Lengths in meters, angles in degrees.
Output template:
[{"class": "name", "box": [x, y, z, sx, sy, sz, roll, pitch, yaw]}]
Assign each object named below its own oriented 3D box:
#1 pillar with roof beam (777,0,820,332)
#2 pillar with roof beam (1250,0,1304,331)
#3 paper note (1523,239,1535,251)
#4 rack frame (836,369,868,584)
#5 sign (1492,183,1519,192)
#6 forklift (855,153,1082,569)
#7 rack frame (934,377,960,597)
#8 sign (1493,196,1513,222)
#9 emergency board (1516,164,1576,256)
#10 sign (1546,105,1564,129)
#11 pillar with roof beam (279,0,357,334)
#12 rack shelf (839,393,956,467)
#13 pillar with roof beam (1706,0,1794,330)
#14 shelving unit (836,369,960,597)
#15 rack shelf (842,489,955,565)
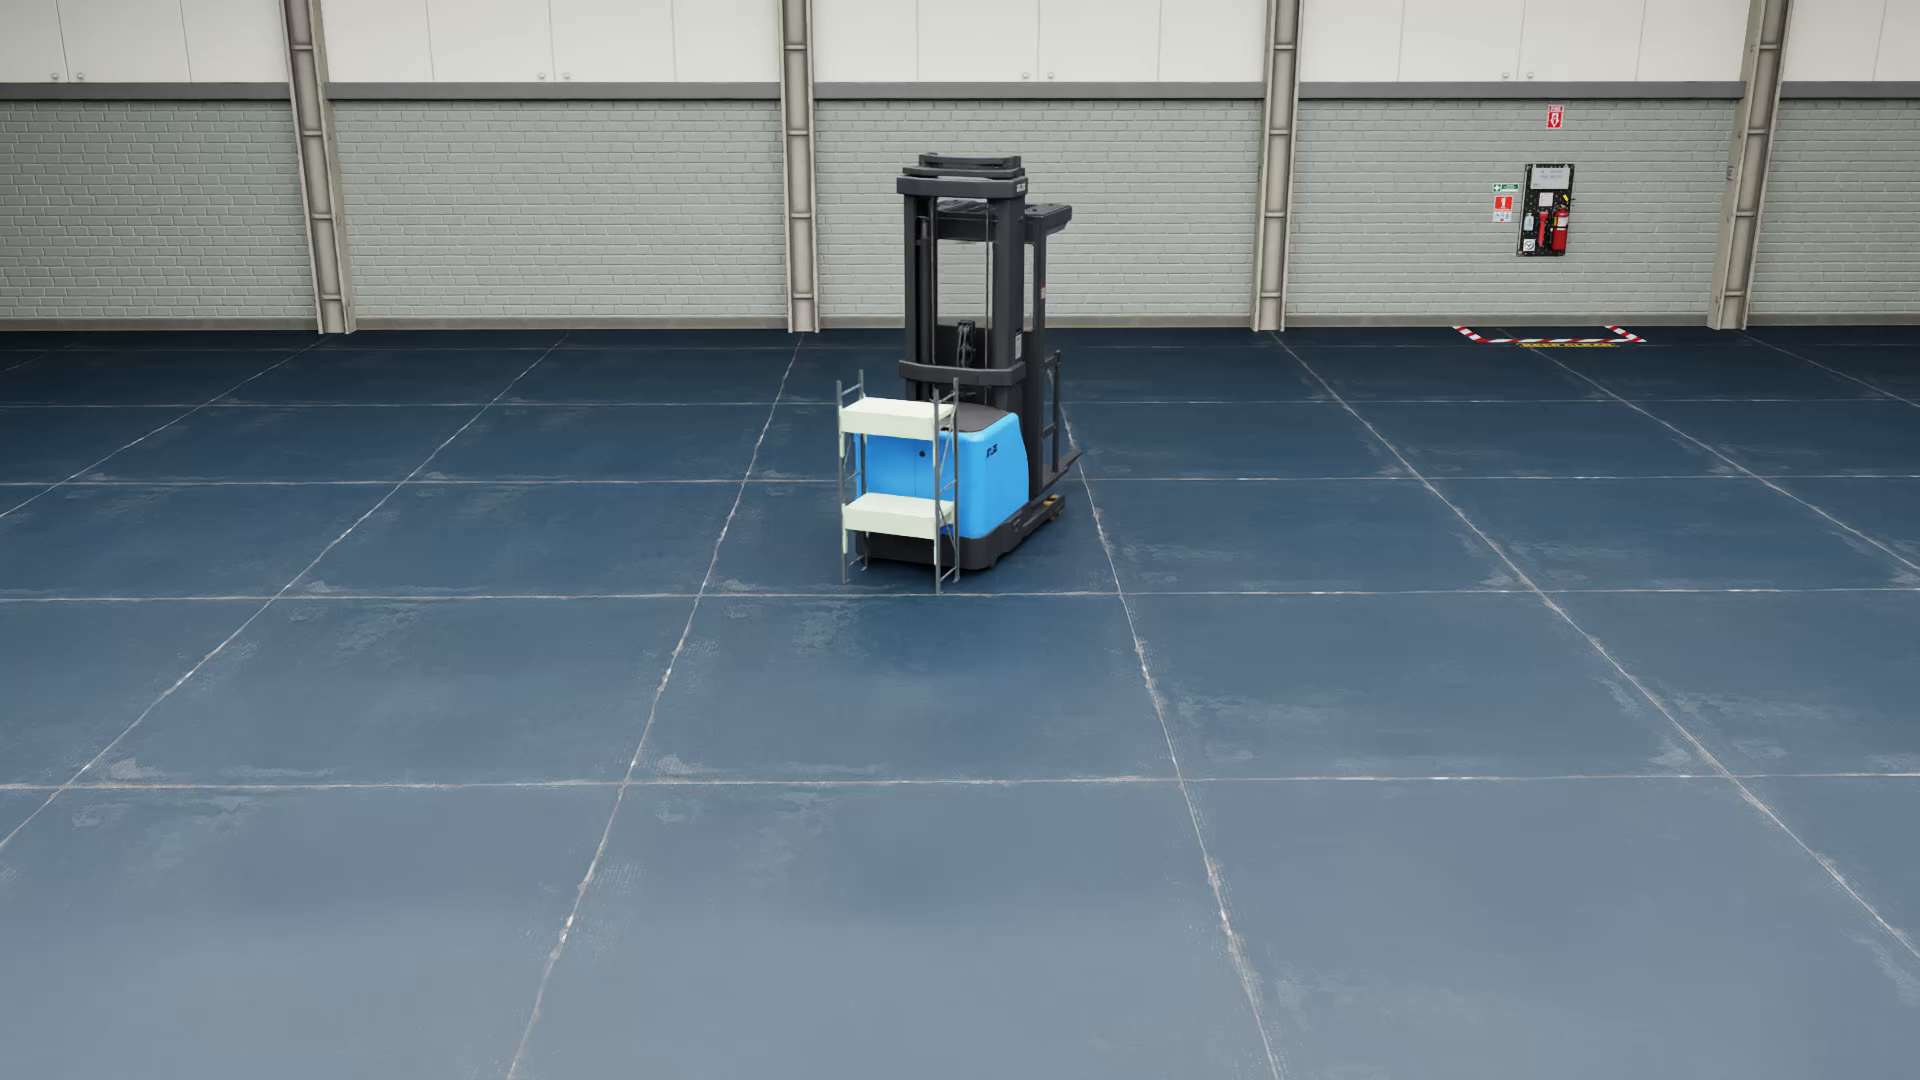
[{"class": "pillar with roof beam", "box": [-1.945, -5.684, 16.035, 0.400, 9.000, 9.100, 0, 18, -1]}, {"class": "pillar with roof beam", "box": [4.055, -5.713, 16.125, 0.400, 9.000, 9.100, 0, 18, -1]}, {"class": "paper note", "box": [7.336, -3.801, 21.427, 0.142, 0.148, 0.016, 0, 18, -1]}, {"class": "rack frame", "box": [-0.773, -0.451, 11.988, 0.023, 1.500, 0.400, 7, 20, 20]}, {"class": "sign", "box": [6.965, -4.495, 21.225, 0.331, 0.109, 0.001, 0, 18, -1]}, {"class": "forklift", "box": [0.223, -1.590, 13.207, 1.130, 2.935, 3.031, 7, 19, 20]}, {"class": "rack frame", "box": [-0.092, -0.370, 11.733, 0.023, 1.500, 0.400, 7, 20, 20]}, {"class": "sign", "box": [6.960, -4.246, 21.314, 0.234, 0.329, 0.001, 0, 18, -1]}, {"class": "emergency board", "box": [7.514, -4.200, 21.229, 0.643, 1.169, 0.194, 0, 18, -1]}, {"class": "sign", "box": [7.505, -5.334, 20.970, 0.199, 0.298, 0.001, 0, 18, -1]}, {"class": "pillar with roof beam", "box": [-7.944, -5.655, 15.945, 0.400, 9.000, 9.100, 0, 18, -1]}, {"class": "rack shelf", "box": [-0.435, -0.780, 11.735, 0.720, 0.370, 0.431, 7, 20, 20]}, {"class": "pillar with roof beam", "box": [10.054, -5.742, 16.215, 0.400, 9.000, 9.100, 0, 18, -1]}, {"class": "shelving unit", "box": [-0.432, -0.411, 11.860, 0.755, 1.500, 0.431, 7, 20, 20]}, {"class": "rack shelf", "box": [-0.430, -0.102, 11.964, 0.720, 0.370, 0.431, 7, 20, 20]}]
